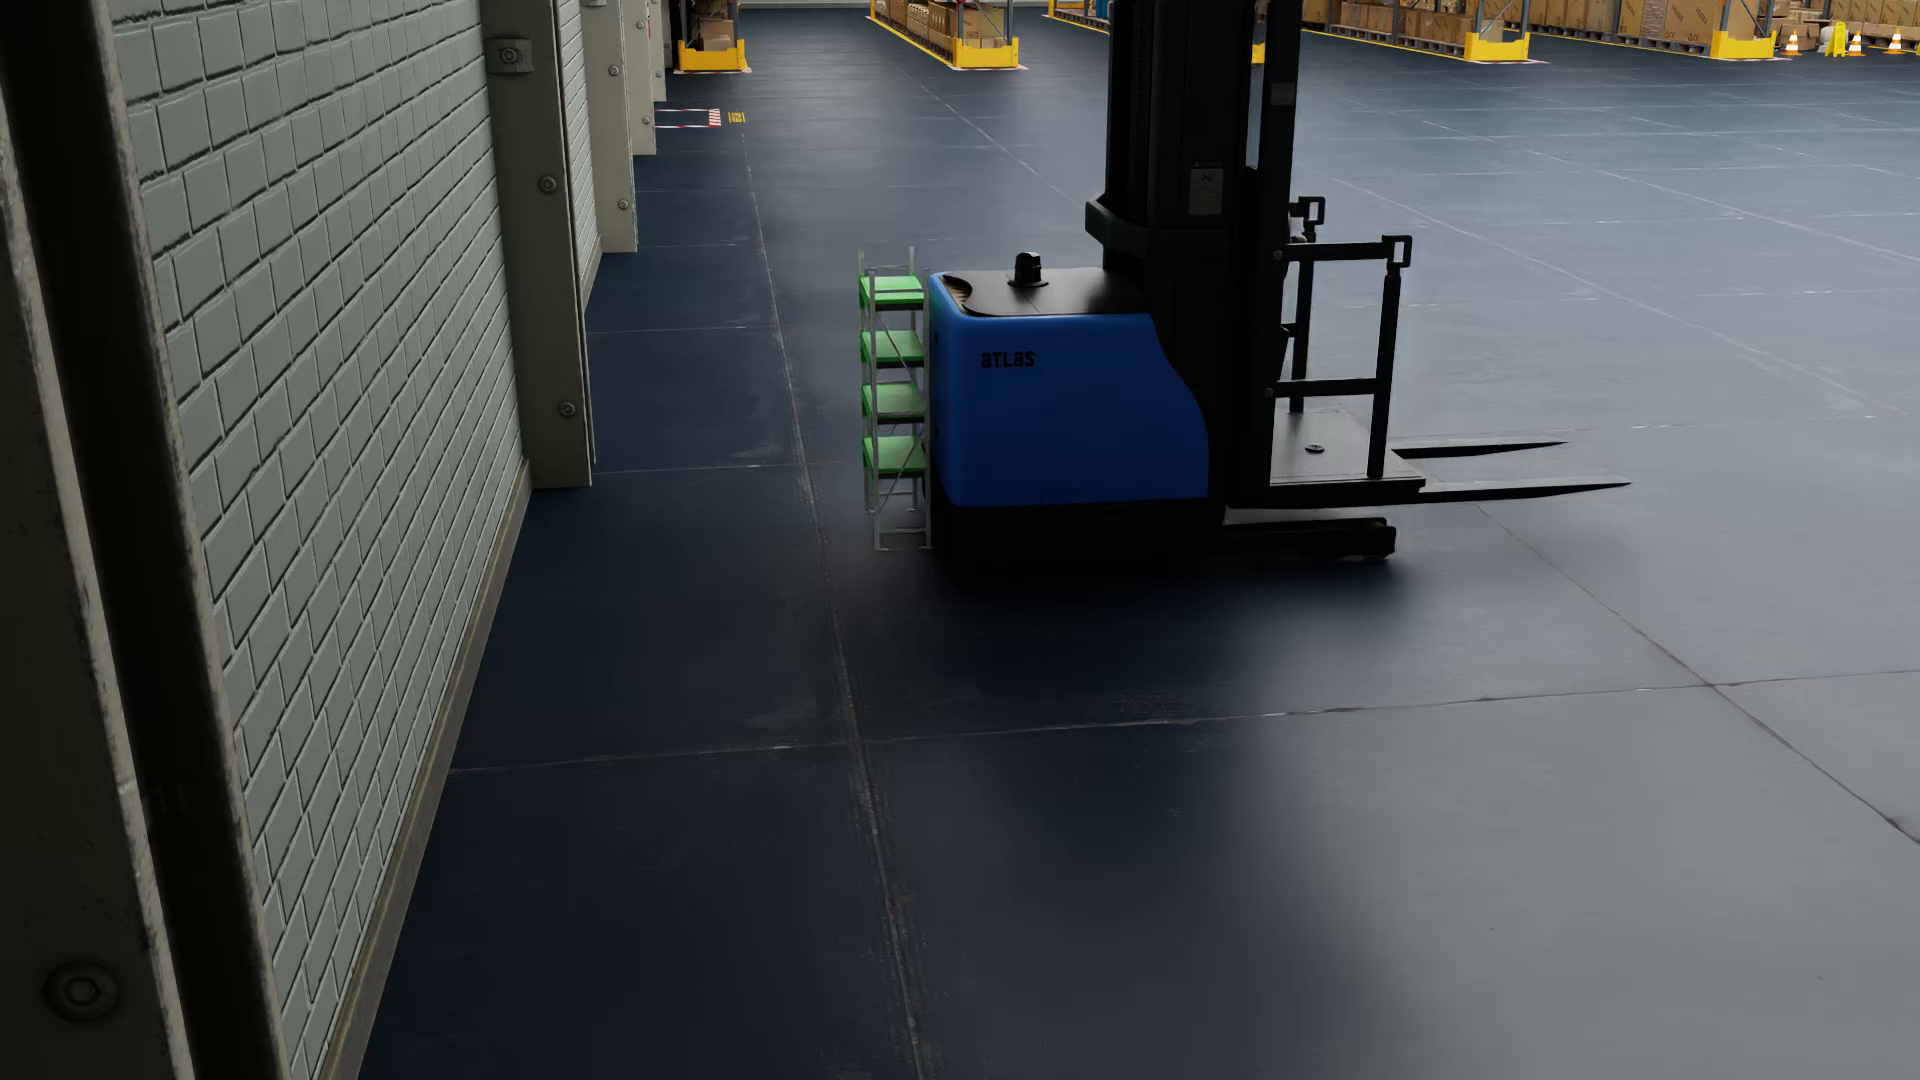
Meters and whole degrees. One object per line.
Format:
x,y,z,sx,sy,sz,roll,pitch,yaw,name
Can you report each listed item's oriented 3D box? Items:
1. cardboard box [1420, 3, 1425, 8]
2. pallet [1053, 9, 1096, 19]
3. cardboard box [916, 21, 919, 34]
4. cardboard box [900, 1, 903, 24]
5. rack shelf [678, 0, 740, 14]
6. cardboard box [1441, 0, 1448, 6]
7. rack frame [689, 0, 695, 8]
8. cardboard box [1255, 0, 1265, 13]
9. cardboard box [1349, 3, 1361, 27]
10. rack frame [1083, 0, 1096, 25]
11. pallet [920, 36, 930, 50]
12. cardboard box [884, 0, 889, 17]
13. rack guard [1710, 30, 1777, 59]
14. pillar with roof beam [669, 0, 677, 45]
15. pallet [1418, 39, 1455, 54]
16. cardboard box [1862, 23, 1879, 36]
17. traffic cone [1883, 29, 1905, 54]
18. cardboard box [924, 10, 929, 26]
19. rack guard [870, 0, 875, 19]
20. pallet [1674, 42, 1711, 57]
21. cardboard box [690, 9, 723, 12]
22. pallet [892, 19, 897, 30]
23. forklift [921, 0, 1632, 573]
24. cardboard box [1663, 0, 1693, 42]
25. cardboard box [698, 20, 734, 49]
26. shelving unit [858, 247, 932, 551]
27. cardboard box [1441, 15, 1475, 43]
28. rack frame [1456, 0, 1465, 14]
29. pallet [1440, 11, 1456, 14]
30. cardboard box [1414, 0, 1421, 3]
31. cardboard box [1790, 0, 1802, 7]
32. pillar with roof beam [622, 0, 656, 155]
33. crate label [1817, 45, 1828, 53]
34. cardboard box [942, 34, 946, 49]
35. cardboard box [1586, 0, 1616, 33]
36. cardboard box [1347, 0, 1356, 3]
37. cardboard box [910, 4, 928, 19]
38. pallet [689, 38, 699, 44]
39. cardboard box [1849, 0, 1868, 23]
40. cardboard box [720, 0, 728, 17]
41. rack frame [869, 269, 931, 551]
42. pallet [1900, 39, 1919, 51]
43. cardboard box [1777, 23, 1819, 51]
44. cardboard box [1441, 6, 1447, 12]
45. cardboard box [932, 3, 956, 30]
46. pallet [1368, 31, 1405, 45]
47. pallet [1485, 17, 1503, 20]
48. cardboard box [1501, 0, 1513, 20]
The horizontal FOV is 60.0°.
12.861,-14.652,45.632,0.380,0.149,0.250,-3,21,-8,cardboard box
3.138,-14.279,45.145,1.003,0.211,1.213,-3,21,-8,pallet
-0.678,-11.036,35.805,0.500,0.250,0.500,-2,21,-7,cardboard box
-1.132,-12.381,39.021,0.500,0.500,0.500,-4,21,-10,cardboard box
-4.728,-10.189,31.237,1.077,0.370,4.000,-3,21,-8,rack shelf
12.991,-14.231,44.081,0.380,0.149,0.250,-4,21,-10,cardboard box
-6.169,-13.988,40.381,1.000,3.000,0.127,-3,21,-8,rack frame
8.390,-14.483,44.143,0.875,0.875,0.875,-3,21,-8,cardboard box
9.321,-11.965,37.909,0.700,0.500,0.500,-5,21,-12,cardboard box
3.635,-14.488,41.719,1.000,3.000,0.127,-3,21,-8,rack frame
-0.259,-10.416,34.803,1.003,0.211,1.213,-3,21,-8,pallet
-1.630,-13.457,41.904,0.500,0.500,0.500,-3,21,-8,cardboard box
15.192,-9.619,32.255,1.175,0.500,0.348,-3,21,-8,rack guard
-2.001,-15.137,34.883,9.100,9.000,0.400,-3,21,-8,pillar with roof beam
10.000,-10.007,33.708,1.003,0.211,1.213,-3,21,-8,pallet
19.481,-10.790,35.149,0.500,0.250,0.500,-3,21,-8,cardboard box
18.734,-9.978,33.270,0.336,0.463,0.334,-3,21,-8,traffic cone
-0.456,-10.766,34.284,0.500,0.311,0.500,-3,21,-8,cardboard box
-1.833,-14.427,45.128,1.175,0.500,0.348,-3,21,-8,rack guard
14.996,-9.764,33.058,1.003,0.211,1.213,-3,21,-8,pallet
-5.378,-11.037,35.423,0.700,0.500,0.500,-3,21,-8,cardboard box
-1.113,-12.653,40.792,1.003,0.211,1.213,-3,21,-8,pallet
1.386,-1.455,6.923,3.031,2.935,1.130,-3,21,-8,forklift
14.896,-10.535,33.573,0.875,0.875,0.875,-3,21,-9,cardboard box
-4.588,-9.566,31.486,0.700,0.500,0.500,-4,21,-11,cardboard box
-0.279,-0.607,7.125,0.258,1.200,0.503,-3,21,-8,shelving unit
10.001,-10.249,33.341,0.500,0.500,0.500,-1,21,-3,cardboard box
13.458,-14.953,42.964,1.000,3.000,0.127,-3,21,-8,rack frame
13.327,-13.877,44.069,1.003,0.211,1.213,-3,21,-8,pallet
12.739,-14.872,45.796,0.380,0.149,0.250,-2,21,-6,cardboard box
22.831,-14.707,45.612,0.396,0.266,0.258,-2,21,-6,cardboard box
0.594,-8.905,18.197,9.100,9.000,0.400,-3,21,-8,pillar with roof beam
17.509,-9.921,33.582,0.250,0.136,0.298,-15,25,-35,crate label
-0.065,-9.509,31.719,0.500,0.250,0.500,-3,21,-8,cardboard box
14.433,-11.536,36.431,1.050,0.750,0.750,-3,21,-8,cardboard box
9.239,-12.509,38.292,0.500,0.250,0.500,-2,21,-6,cardboard box
-0.822,-11.648,36.644,0.500,0.311,0.500,-3,21,-9,cardboard box
-5.130,-10.181,34.174,1.003,0.211,1.213,-3,21,-8,pallet
19.402,-11.325,35.508,0.500,0.500,0.500,-2,21,-6,cardboard box
-5.569,-12.054,37.675,0.750,0.750,0.750,-3,21,-8,cardboard box
-0.244,-0.522,6.899,0.240,1.200,0.015,-3,21,-8,rack frame
19.979,-10.086,33.918,1.003,0.211,1.213,-3,21,-8,pallet
17.314,-10.394,34.325,0.637,0.503,0.797,17,27,39,cardboard box
13.008,-14.115,44.195,0.380,0.149,0.250,-4,21,-10,cardboard box
-0.278,-10.380,32.979,0.500,0.500,0.500,-3,21,-8,cardboard box
9.575,-10.931,36.181,1.003,0.211,1.213,-3,21,-8,pallet
13.751,-12.954,41.597,1.003,0.211,1.213,-3,21,-8,pallet
13.610,-12.988,40.676,0.500,0.500,0.500,-2,21,-6,cardboard box
